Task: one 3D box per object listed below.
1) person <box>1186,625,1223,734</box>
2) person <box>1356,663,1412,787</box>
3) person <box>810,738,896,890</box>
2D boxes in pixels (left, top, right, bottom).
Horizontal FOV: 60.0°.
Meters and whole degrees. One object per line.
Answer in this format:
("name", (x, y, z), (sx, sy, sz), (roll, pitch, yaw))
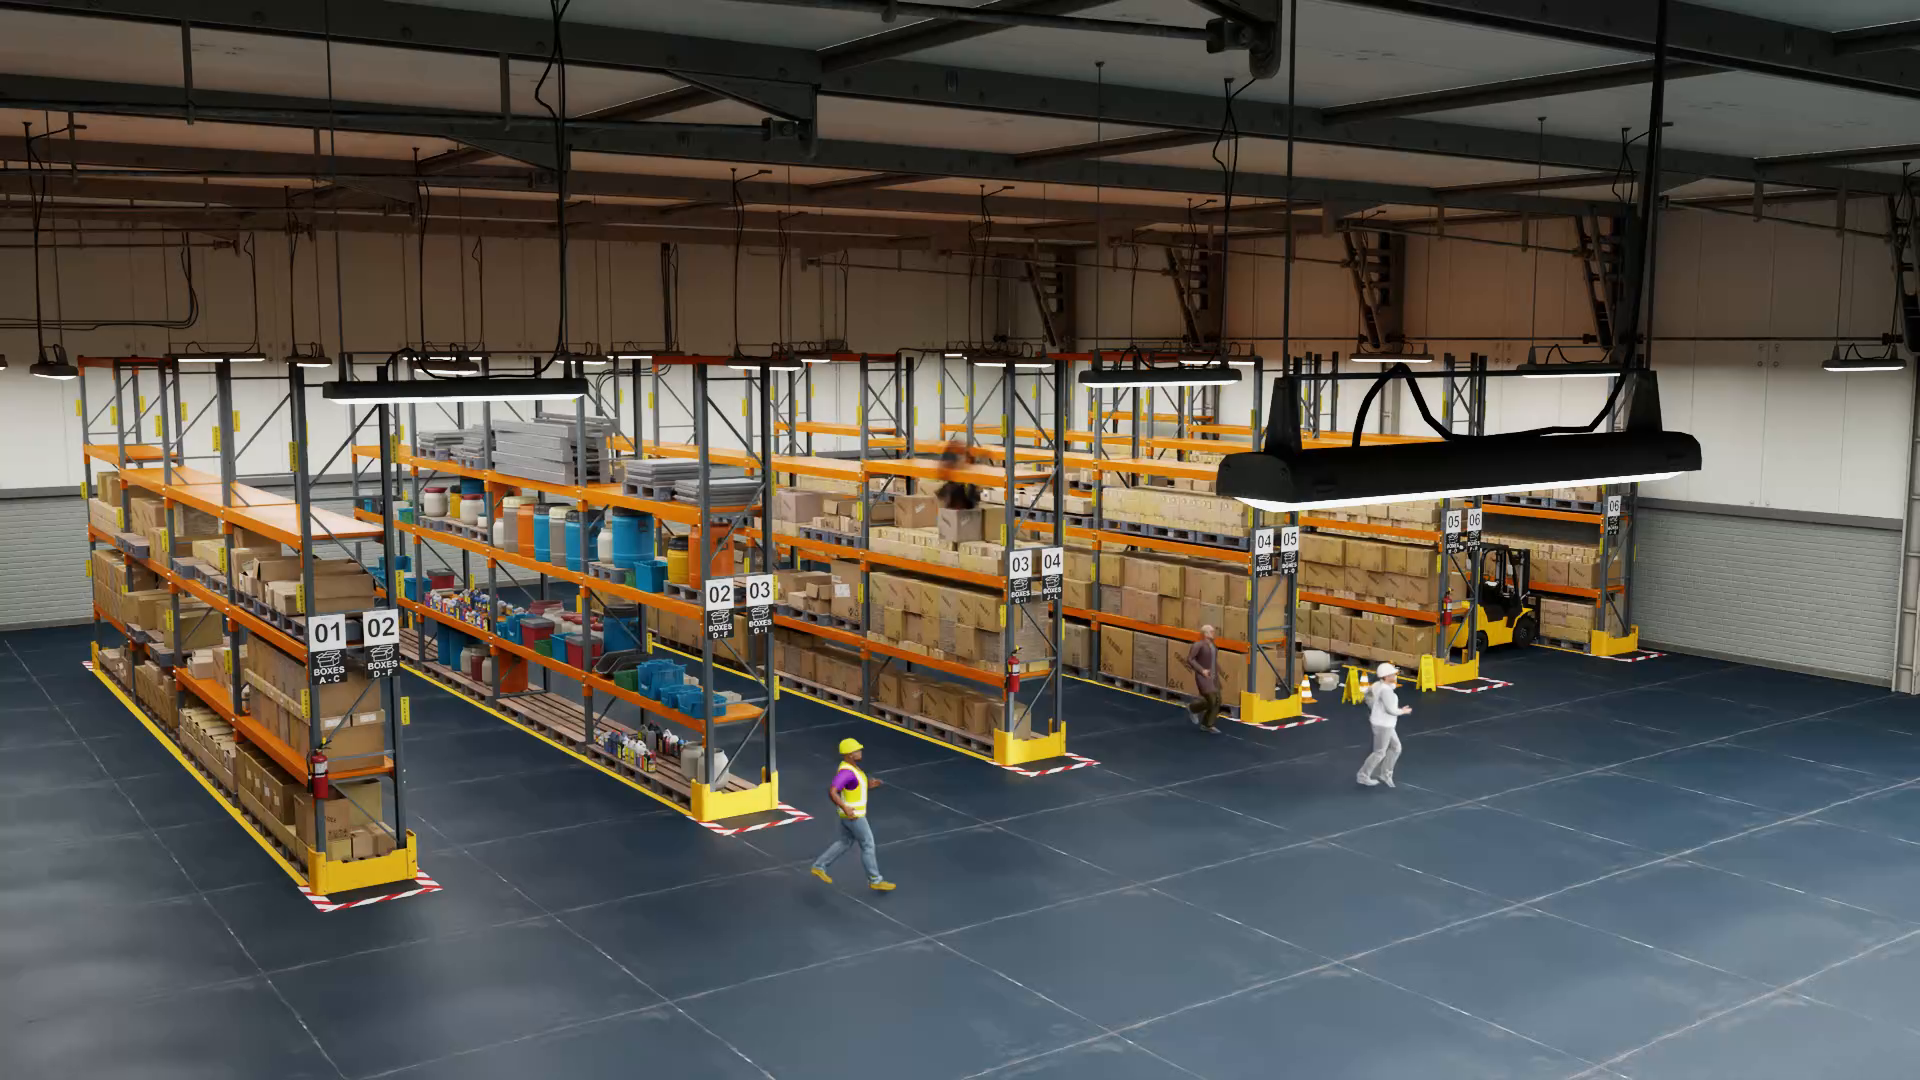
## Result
("person", (3.949, 2.234, 26.834), (0.747, 1.750, 0.621), (-7, 10, -44))
("person", (5.966, 2.641, 23.406), (0.748, 1.850, 0.675), (1, 7, 5))
("person", (-1.225, 3.128, 18.995), (0.984, 1.754, 0.700), (-1, 7, -9))
